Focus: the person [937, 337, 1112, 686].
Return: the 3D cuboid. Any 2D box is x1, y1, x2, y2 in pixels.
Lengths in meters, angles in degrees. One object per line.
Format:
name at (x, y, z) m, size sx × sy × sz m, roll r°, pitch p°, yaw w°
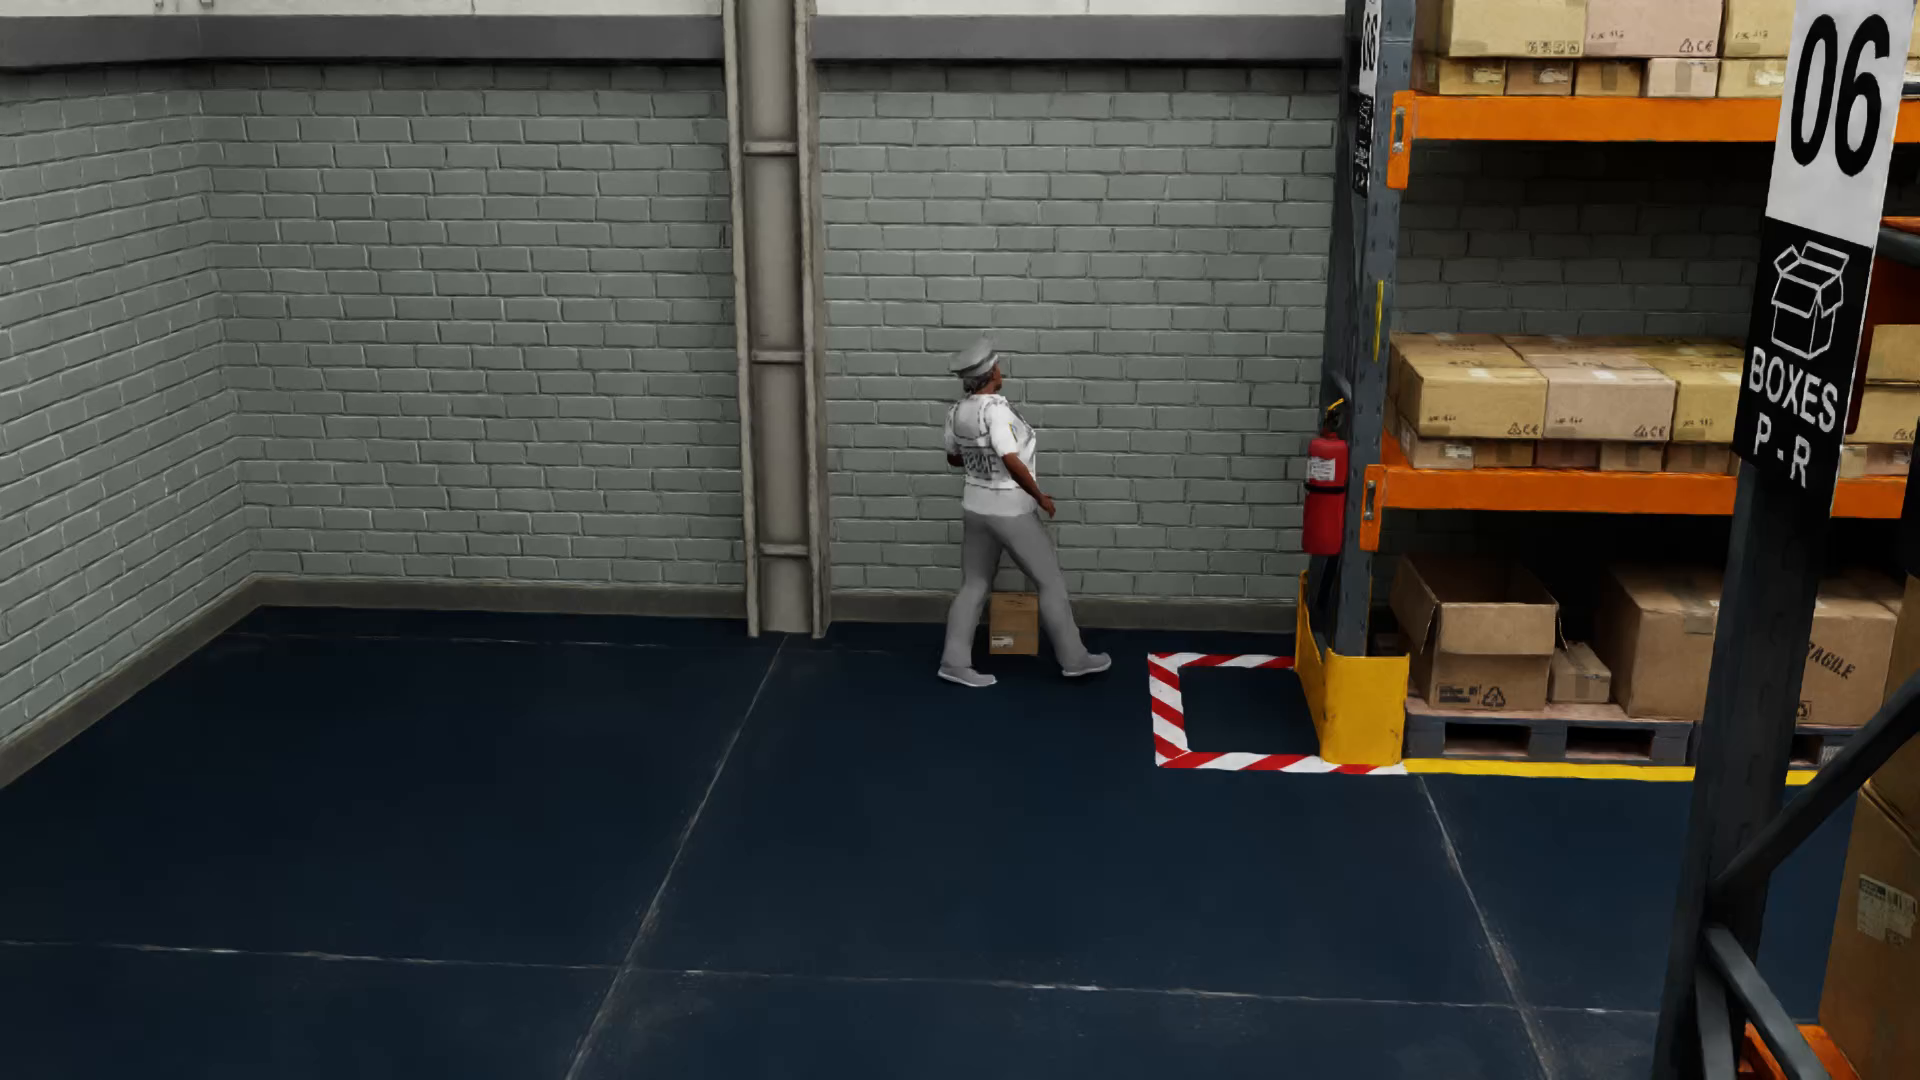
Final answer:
person at (0.273, -0.121, 7.947) m, size 0.734 × 1.702 × 0.691 m, roll -14°, pitch 22°, yaw -37°
